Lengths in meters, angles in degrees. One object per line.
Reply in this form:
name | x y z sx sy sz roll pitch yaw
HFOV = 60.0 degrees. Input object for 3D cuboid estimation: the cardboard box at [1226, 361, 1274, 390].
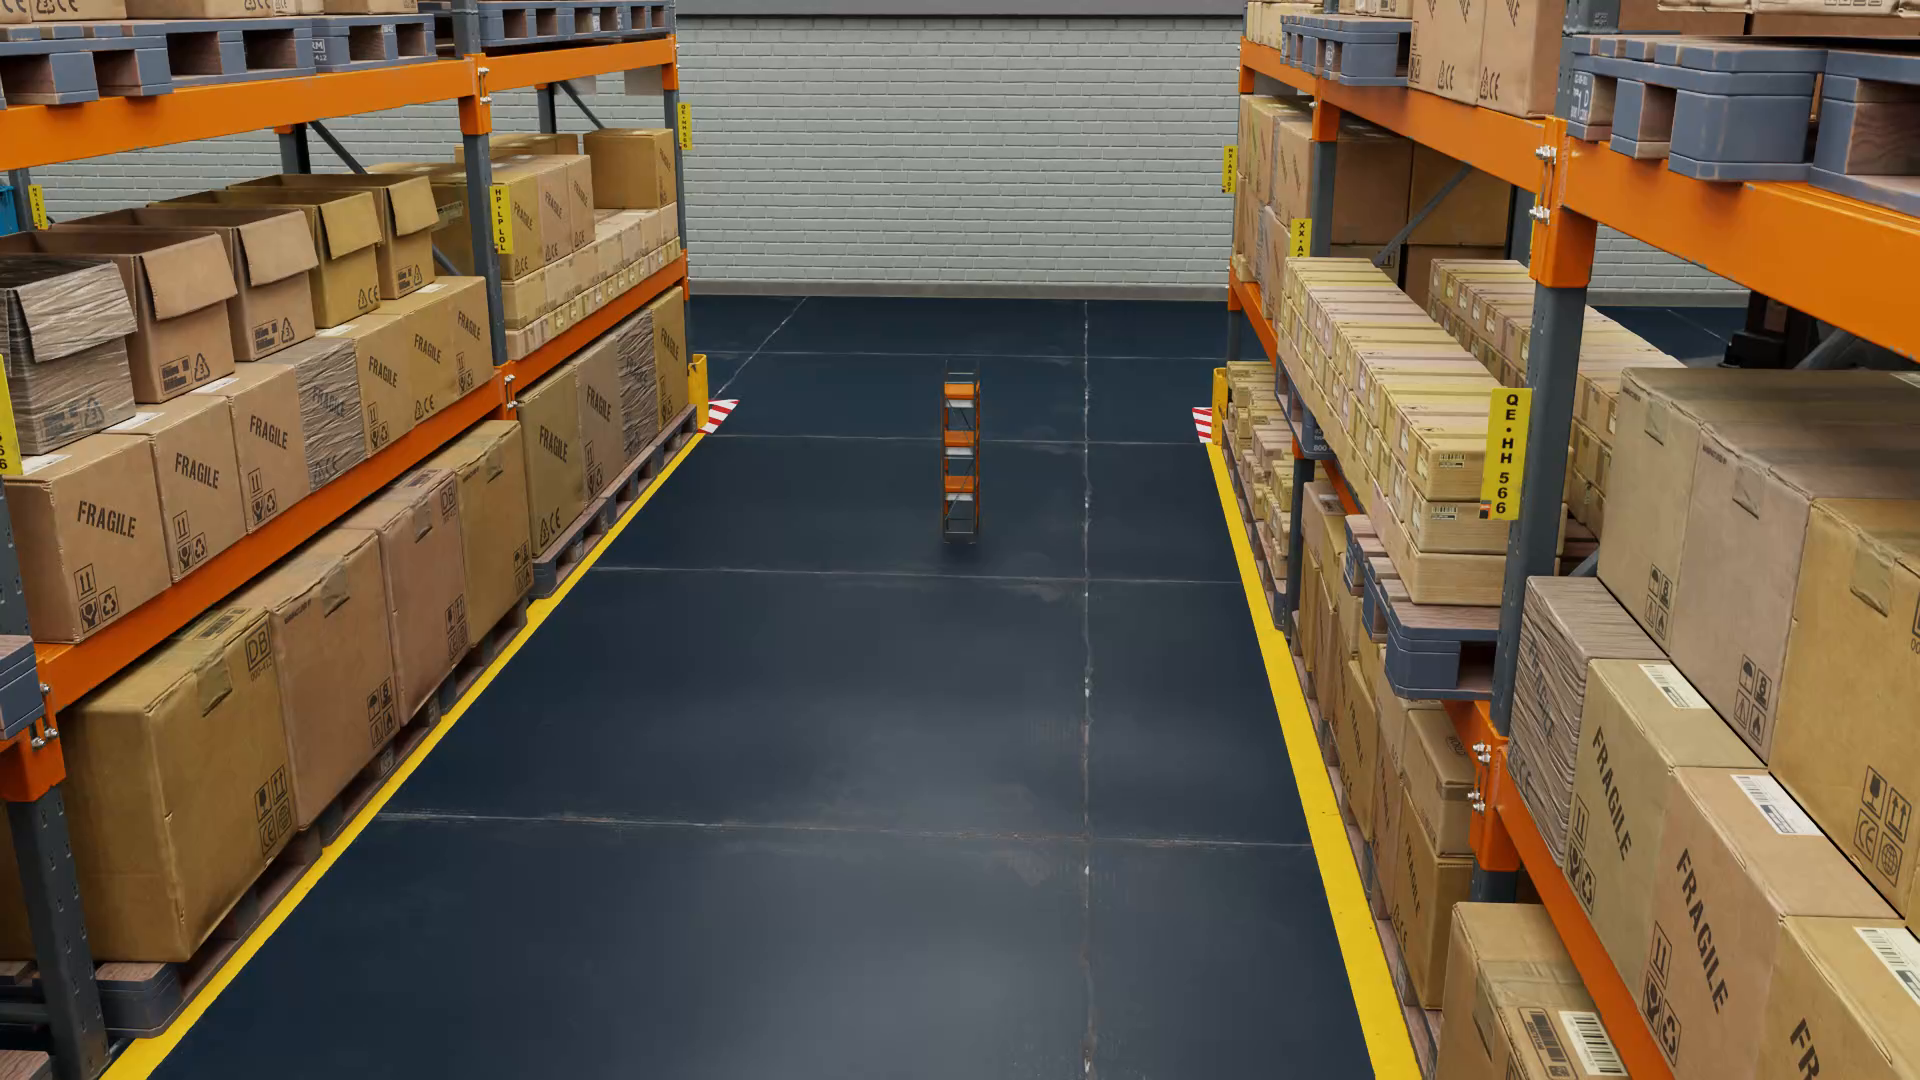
cardboard box | 2.053 -1.140 11.534 0.380 0.149 0.250 0 18 1

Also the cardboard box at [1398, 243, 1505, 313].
cardboard box | 2.430 -1.263 8.321 0.500 0.500 0.500 1 18 3

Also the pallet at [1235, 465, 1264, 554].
pallet | 2.241 -0.190 10.163 1.003 0.211 1.213 1 18 4

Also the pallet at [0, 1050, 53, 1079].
pallet | -3.141 1.742 4.266 1.003 0.211 1.213 1 18 4

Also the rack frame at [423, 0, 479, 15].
rack frame | -2.797 -3.918 7.430 1.000 3.000 0.127 1 18 4

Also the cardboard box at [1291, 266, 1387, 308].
cardboard box | 1.642 -1.090 7.205 0.380 0.149 0.250 2 18 5

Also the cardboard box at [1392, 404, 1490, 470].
cardboard box | 1.455 -0.286 4.754 0.380 0.149 0.250 1 18 3

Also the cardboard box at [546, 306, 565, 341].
cardboard box | -2.407 -1.196 9.160 0.380 0.149 0.250 2 18 6

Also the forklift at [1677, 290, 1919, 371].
forklift | 4.778 -1.001 8.271 1.130 2.935 3.031 -7 19 -21

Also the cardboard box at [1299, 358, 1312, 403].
cardboard box | 1.601 -0.652 6.824 0.380 0.149 0.250 1 18 4

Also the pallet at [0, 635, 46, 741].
pallet | -3.028 0.490 3.920 1.213 0.211 1.003 1 18 4

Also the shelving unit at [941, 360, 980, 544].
shelving unit | 0.004 -0.516 9.810 0.215 1.050 0.252 1 18 4

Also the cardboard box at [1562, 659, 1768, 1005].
cardboard box | 1.521 0.561 3.234 0.500 0.500 0.500 1 18 3

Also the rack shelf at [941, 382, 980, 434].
rack shelf | 0.004 -0.775 9.725 0.215 0.259 0.240 1 18 4

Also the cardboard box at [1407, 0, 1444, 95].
cardboard box | 1.707 -1.650 5.163 0.500 0.500 0.500 1 18 4

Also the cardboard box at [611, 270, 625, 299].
cardboard box | -2.317 -1.598 10.386 0.380 0.149 0.250 2 18 5

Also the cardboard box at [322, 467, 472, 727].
cardboard box | -2.886 0.219 7.174 1.225 0.875 0.875 1 18 2

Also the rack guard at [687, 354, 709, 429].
rack guard | -2.508 -1.130 12.567 1.175 0.500 0.348 1 18 4

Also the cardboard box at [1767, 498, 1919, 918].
cardboard box | 1.745 0.250 2.577 0.700 0.500 0.500 1 18 3

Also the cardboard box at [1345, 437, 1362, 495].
cardboard box | 1.510 -0.245 5.582 0.380 0.149 0.250 0 18 1

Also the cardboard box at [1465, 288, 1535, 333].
cardboard box | 2.252 -0.914 6.669 0.380 0.149 0.250 1 18 4

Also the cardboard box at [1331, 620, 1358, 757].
cardboard box | 1.765 0.614 6.573 0.500 0.500 0.500 2 18 5

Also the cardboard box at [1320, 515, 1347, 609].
cardboard box | 1.791 0.095 6.950 0.500 0.250 0.500 2 18 5

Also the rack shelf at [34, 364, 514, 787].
rack shelf | -2.940 -0.105 6.580 1.077 0.370 4.000 1 18 4

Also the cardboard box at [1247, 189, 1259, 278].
cardboard box | 2.062 -1.905 10.281 0.500 0.500 0.500 2 18 5

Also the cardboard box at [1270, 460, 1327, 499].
cardboard box | 1.899 -0.327 9.052 0.380 0.149 0.250 1 18 3

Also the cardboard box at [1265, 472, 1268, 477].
cardboard box | 2.011 -0.423 9.822 0.380 0.149 0.250 0 18 1

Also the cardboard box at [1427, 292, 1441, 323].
cardboard box | 2.312 -1.019 7.467 0.380 0.149 0.250 2 18 6

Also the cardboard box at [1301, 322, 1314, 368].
cardboard box | 1.603 -0.793 6.779 0.380 0.149 0.250 1 18 2

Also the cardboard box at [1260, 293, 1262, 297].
cardboard box | 2.058 -1.550 10.238 0.380 0.149 0.250 1 18 3

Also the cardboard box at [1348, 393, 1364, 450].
cardboard box | 1.510 -0.388 5.541 0.380 0.149 0.250 1 18 4

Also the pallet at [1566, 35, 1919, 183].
pallet | 1.863 -0.818 3.087 1.213 0.211 1.003 2 18 6

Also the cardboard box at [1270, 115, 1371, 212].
cardboard box | 1.990 -2.061 9.151 0.500 0.500 0.500 2 18 5

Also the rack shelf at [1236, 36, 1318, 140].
rack shelf | 2.287 -2.630 9.471 1.077 0.370 4.000 1 18 4

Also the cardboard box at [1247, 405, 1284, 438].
cardboard box | 1.979 -0.731 10.285 0.380 0.149 0.250 2 18 5

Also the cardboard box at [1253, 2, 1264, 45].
cardboard box | 2.101 -3.225 10.371 0.500 0.250 0.500 2 18 6

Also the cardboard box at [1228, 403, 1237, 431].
cardboard box | 2.073 -0.857 11.625 0.380 0.149 0.250 2 18 5

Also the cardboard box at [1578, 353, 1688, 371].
cardboard box | 2.158 -0.511 5.440 0.380 0.149 0.250 2 18 6

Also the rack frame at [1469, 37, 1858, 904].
rack frame | 1.856 0.317 4.139 1.000 3.000 0.127 1 18 4

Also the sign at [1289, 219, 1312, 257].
sign | 1.601 -1.347 7.825 0.100 0.325 0.005 1 18 4

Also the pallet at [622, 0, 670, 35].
pallet | -2.553 -3.463 10.998 1.003 0.211 1.213 1 18 4

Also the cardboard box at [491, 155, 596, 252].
cardboard box | -2.432 -1.952 9.621 0.500 0.500 0.500 1 18 2

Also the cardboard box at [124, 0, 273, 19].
cardboard box | -2.958 -2.134 5.962 0.797 0.503 0.637 1 18 3

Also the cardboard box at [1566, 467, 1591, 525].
cardboard box | 2.146 -0.149 5.289 0.380 0.149 0.250 2 18 6

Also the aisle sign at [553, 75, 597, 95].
aisle sign | -2.804 -3.574 11.839 0.394 0.787 0.004 1 18 4

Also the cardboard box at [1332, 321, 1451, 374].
cardboard box | 1.549 -0.691 5.988 0.380 0.149 0.250 2 18 6

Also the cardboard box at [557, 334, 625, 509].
cardboard box | -2.605 -0.740 10.103 0.875 0.875 0.875 1 18 4

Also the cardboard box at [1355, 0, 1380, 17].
cardboard box | 1.871 -2.240 6.592 0.500 0.311 0.500 1 18 3

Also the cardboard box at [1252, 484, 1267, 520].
cardboard box | 1.906 -0.221 9.685 0.380 0.149 0.250 1 18 4

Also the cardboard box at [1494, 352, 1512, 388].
cardboard box | 2.221 -0.610 6.217 0.380 0.149 0.250 1 18 4

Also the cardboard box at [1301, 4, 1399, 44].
cardboard box | 1.909 -2.438 7.970 0.500 0.250 0.500 2 18 5

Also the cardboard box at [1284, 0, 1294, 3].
cardboard box | 2.004 -2.990 8.850 0.500 0.250 0.500 2 18 6

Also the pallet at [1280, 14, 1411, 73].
pallet | 1.993 -2.072 6.915 1.213 0.211 1.003 1 18 4

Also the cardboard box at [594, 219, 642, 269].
cardboard box | -2.353 -1.908 10.692 0.500 0.250 0.500 1 18 2

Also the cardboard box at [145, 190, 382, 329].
cardboard box | -2.895 -1.180 6.936 0.797 0.503 0.637 1 18 5

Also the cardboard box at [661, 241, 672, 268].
cardboard box | -2.224 -1.992 11.588 0.380 0.149 0.250 1 18 4

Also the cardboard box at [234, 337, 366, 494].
cardboard box | -2.672 -0.492 6.448 0.500 0.500 0.500 1 18 4

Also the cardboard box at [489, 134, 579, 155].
cardboard box | -2.850 -2.438 11.105 0.500 0.500 0.500 1 18 3
